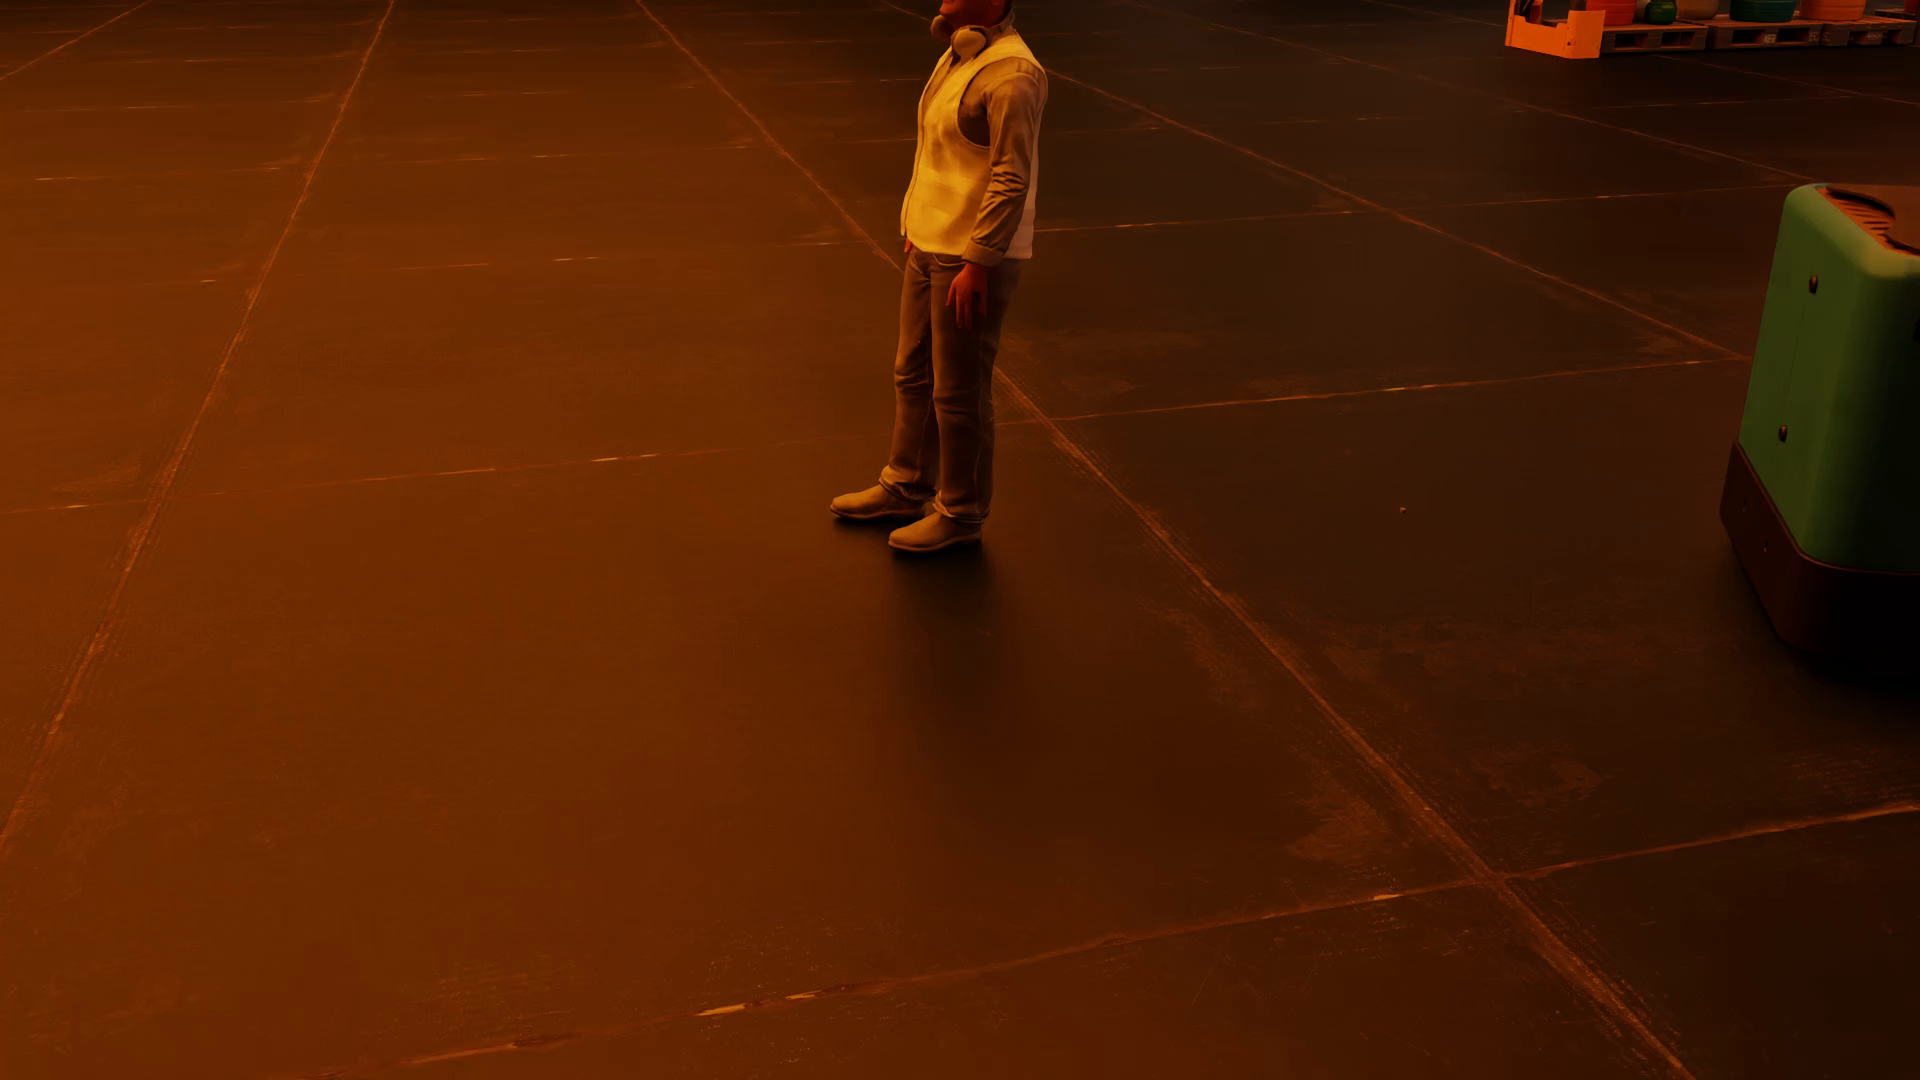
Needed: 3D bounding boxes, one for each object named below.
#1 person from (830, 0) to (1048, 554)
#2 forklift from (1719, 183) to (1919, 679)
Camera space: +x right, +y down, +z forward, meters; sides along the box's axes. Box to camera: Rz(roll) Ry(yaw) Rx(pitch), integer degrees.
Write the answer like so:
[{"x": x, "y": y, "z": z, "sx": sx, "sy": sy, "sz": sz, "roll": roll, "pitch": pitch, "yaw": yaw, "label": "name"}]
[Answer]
[{"x": -0.063, "y": -0.819, "z": 4.694, "sx": 0.566, "sy": 1.775, "sz": 0.634, "roll": -6, "pitch": 24, "yaw": -14, "label": "person"}, {"x": 3.682, "y": -1.060, "z": 3.802, "sx": 3.031, "sy": 2.935, "sz": 1.130, "roll": 5, "pitch": 24, "yaw": 12, "label": "forklift"}]
